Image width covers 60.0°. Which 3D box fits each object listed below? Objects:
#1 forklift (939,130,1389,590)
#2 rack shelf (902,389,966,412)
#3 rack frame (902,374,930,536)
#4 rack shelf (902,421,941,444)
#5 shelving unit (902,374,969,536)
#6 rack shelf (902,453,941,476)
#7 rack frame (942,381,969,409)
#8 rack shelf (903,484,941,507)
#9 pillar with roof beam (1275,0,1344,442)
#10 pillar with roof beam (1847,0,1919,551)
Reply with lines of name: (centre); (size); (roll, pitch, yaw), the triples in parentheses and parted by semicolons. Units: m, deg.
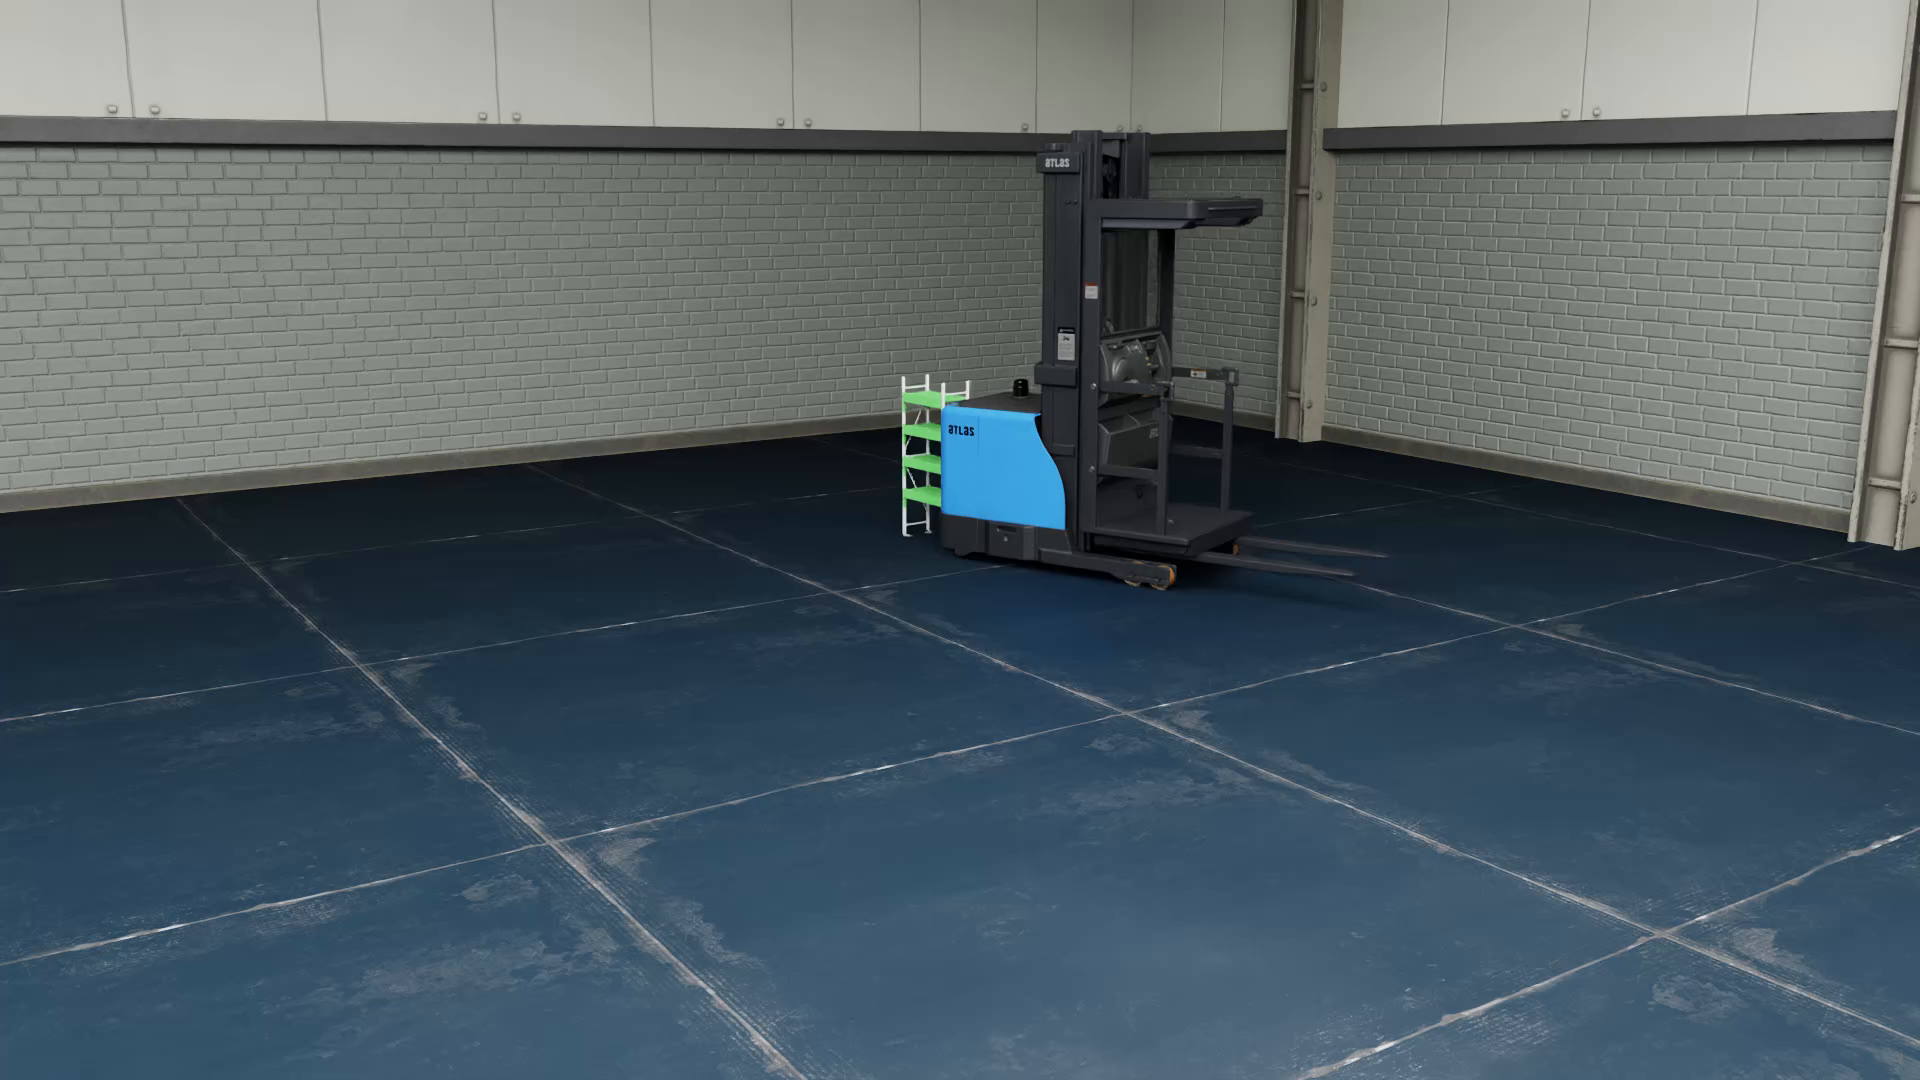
forklift: (1.362, -1.234, 11.144); (3.031, 2.935, 1.130); (8, 15, 33)
rack shelf: (-0.181, -0.997, 12.163); (0.258, 0.148, 0.480); (-9, 15, -37)
rack frame: (-0.330, -0.631, 12.441); (0.240, 1.200, 0.015); (-9, 15, -37)
rack shelf: (-0.181, -0.762, 12.215); (0.258, 0.148, 0.480); (-9, 15, -37)
shelving unit: (-0.181, -0.590, 12.252); (0.258, 1.200, 0.503); (-9, 15, -37)
rack shelf: (-0.181, -0.528, 12.266); (0.258, 0.148, 0.480); (-9, 15, -37)
rack frame: (-0.032, -0.549, 12.063); (0.240, 1.200, 0.015); (-9, 15, -37)
rack shelf: (-0.181, -0.293, 12.317); (0.258, 0.148, 0.480); (-9, 15, -37)
pillar with roof beam: (-0.094, -4.930, 13.844); (9.100, 9.000, 0.400); (-8, 15, -33)
pillar with roof beam: (3.230, -3.863, 8.964); (9.100, 9.000, 0.400); (-8, 15, -33)
